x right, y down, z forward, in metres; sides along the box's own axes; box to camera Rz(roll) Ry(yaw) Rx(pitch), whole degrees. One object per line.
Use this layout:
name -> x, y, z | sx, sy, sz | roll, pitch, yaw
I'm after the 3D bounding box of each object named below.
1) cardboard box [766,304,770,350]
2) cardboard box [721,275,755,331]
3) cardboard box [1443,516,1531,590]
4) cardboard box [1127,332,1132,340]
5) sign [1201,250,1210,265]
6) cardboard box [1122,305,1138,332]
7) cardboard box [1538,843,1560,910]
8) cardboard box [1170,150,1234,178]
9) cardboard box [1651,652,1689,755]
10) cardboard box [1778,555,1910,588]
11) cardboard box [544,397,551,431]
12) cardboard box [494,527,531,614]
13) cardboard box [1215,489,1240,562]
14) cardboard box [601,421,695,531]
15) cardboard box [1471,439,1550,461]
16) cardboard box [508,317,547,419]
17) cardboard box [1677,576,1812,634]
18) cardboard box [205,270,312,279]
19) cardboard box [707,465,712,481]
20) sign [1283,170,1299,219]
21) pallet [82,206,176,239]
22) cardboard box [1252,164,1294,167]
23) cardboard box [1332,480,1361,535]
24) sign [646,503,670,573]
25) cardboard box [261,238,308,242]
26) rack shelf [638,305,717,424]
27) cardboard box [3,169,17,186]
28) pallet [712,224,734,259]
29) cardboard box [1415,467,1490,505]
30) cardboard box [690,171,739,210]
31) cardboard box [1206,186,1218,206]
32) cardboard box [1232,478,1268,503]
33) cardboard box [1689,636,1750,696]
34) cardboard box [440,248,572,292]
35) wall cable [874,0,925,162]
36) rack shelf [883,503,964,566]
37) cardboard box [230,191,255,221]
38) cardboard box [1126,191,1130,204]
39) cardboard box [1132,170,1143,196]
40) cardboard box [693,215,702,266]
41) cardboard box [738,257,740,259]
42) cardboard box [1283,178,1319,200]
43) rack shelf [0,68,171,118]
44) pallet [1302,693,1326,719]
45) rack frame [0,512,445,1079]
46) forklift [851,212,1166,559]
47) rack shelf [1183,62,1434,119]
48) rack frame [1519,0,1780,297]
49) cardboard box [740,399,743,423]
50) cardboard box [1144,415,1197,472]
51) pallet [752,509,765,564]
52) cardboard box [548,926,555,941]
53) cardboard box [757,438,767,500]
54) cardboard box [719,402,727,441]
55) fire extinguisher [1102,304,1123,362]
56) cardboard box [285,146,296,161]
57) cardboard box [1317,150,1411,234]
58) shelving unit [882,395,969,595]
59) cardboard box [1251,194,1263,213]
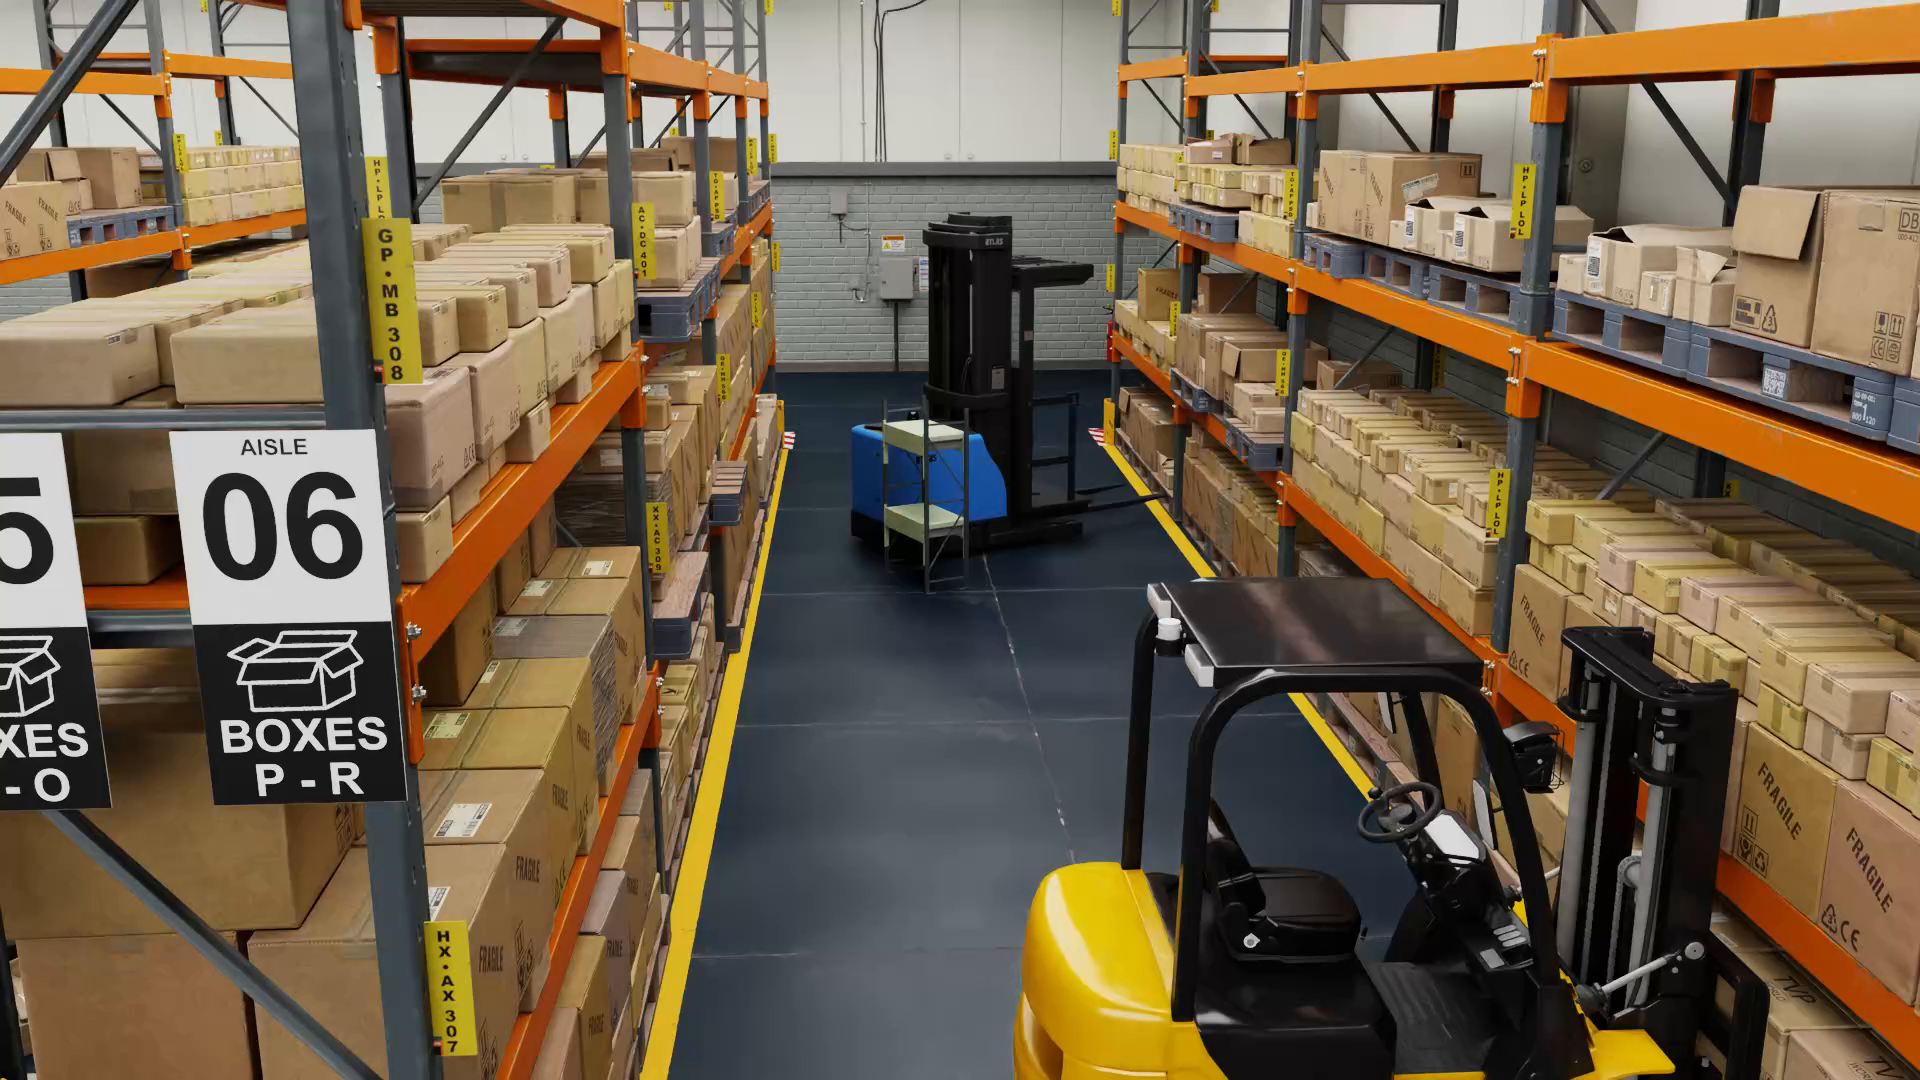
cardboard box -> -2.304, -2.244, 17.750 | 0.500, 0.500, 0.500 | 0, 14, -2
cardboard box -> -2.196, -2.224, 15.667 | 0.500, 0.500, 0.500 | -1, 14, -3
cardboard box -> 2.756, 0.055, 8.314 | 0.500, 0.250, 0.500 | -1, 14, -5
cardboard box -> 2.107, -2.371, 18.951 | 0.380, 0.149, 0.250 | -1, 14, -2
sign -> 2.853, -3.359, 19.328 | 0.100, 0.325, 0.005 | -1, 14, -3
cardboard box -> 2.089, -2.471, 18.537 | 0.500, 0.250, 0.500 | -1, 14, -3
cardboard box -> 2.797, 1.479, 7.153 | 0.500, 0.250, 0.500 | -1, 14, -4
cardboard box -> 2.275, -3.535, 15.650 | 0.500, 0.250, 0.500 | -1, 14, -3
cardboard box -> 2.890, 0.664, 6.449 | 0.500, 0.500, 0.500 | -1, 14, -4
cardboard box -> 3.441, 0.166, 6.487 | 0.380, 0.149, 0.250 | -1, 14, -4
cardboard box -> -1.502, -0.390, 5.229 | 0.380, 0.149, 0.250 | -1, 14, -5
cardboard box -> -2.092, -0.016, 6.489 | 0.700, 0.500, 0.500 | -1, 14, -3
cardboard box -> 2.447, -0.130, 13.911 | 0.500, 0.500, 0.500 | -1, 14, -5
cardboard box -> -1.704, -0.344, 8.928 | 0.500, 0.500, 0.500 | -1, 14, -4
cardboard box -> 3.186, -0.490, 9.634 | 0.380, 0.149, 0.250 | -1, 14, -3
cardboard box -> -1.508, -0.492, 4.826 | 0.500, 0.250, 0.500 | 0, 14, -2
cardboard box -> 2.924, 0.239, 6.201 | 0.380, 0.149, 0.250 | -1, 14, -4
cardboard box -> -1.954, -0.700, 4.835 | 0.380, 0.149, 0.250 | -1, 14, -5
cardboard box -> -1.748, -0.388, 10.400 | 0.380, 0.149, 0.250 | -2, 15, -6
sign -> 2.252, -2.347, 11.296 | 0.100, 0.325, 0.005 | -1, 14, -3
pallet -> -7.410, -2.674, 13.981 | 1.213, 0.211, 1.003 | -1, 14, -3
cardboard box -> 2.744, -3.175, 14.415 | 0.380, 0.149, 0.250 | -1, 14, -5
cardboard box -> 2.643, -0.212, 10.356 | 0.500, 0.250, 0.500 | -1, 14, -5
sign -> -1.371, -0.009, 7.529 | 0.100, 0.325, 0.005 | -1, 14, -3
cardboard box -> -7.313, -3.029, 18.200 | 0.500, 0.500, 0.500 | -1, 14, -5
rack shelf -> -2.036, -1.181, 9.246 | 1.077, 0.370, 4.000 | -1, 14, -3
cardboard box -> -6.931, -2.641, 11.737 | 0.396, 0.266, 0.258 | -1, 14, -3
pallet -> -2.253, -2.095, 11.732 | 1.213, 0.211, 1.003 | 0, 14, -1
cardboard box -> 2.654, -0.290, 8.856 | 0.380, 0.149, 0.250 | -1, 14, -5
cardboard box -> -2.144, -2.966, 14.075 | 0.500, 0.311, 0.500 | -1, 14, -3
cardboard box -> 2.240, -2.832, 13.678 | 0.380, 0.149, 0.250 | -1, 14, -2
cardboard box -> 2.456, -0.408, 13.688 | 0.380, 0.149, 0.250 | -2, 15, -6
cardboard box -> 2.875, 0.448, 5.985 | 0.380, 0.149, 0.250 | -1, 14, -5
cardboard box -> -1.527, -0.900, 5.612 | 0.380, 0.149, 0.250 | -1, 14, -3
wall cable -> 0.244, -6.943, 24.098 | 2.988, 3.039, 0.133 | -1, 14, -3
rack shelf -> -0.286, -0.069, 13.815 | 0.431, 0.370, 0.720 | -8, 16, -28
cardboard box -> -7.160, -3.221, 16.031 | 0.500, 0.250, 0.500 | 0, 14, -1
cardboard box -> 2.086, -3.890, 18.833 | 0.380, 0.149, 0.250 | -1, 14, -2
cardboard box -> 2.124, -3.798, 17.674 | 0.500, 0.250, 0.500 | -1, 14, -5
cardboard box -> -1.634, -1.566, 8.754 | 0.500, 0.250, 0.500 | -1, 14, -4
cardboard box -> -2.258, -2.625, 15.924 | 0.380, 0.149, 0.250 | -1, 14, -4
cardboard box -> 2.477, -2.450, 11.637 | 0.380, 0.149, 0.250 | 0, 14, -2
rack shelf -> -7.218, -3.334, 12.394 | 1.077, 0.370, 4.000 | -1, 14, -3
pallet -> 2.806, 0.904, 11.314 | 1.003, 0.211, 1.213 | -1, 14, -3
rack frame -> -1.664, 1.415, 3.730 | 1.000, 3.000, 0.127 | -1, 14, -3
forklift -> 0.529, -1.502, 15.206 | 3.031, 2.935, 1.130 | -9, 17, -31
rack shelf -> 2.670, -3.513, 13.090 | 1.077, 0.370, 4.000 | -1, 14, -3
rack frame -> 3.042, -2.563, 7.151 | 1.000, 3.000, 0.127 | -1, 14, -3
cardboard box -> -2.086, -1.137, 13.949 | 0.500, 0.250, 0.500 | -1, 14, -5
cardboard box -> 2.320, -1.010, 17.328 | 0.700, 0.500, 0.500 | -1, 14, -6
pallet -> -2.285, -0.028, 14.936 | 1.003, 0.211, 1.213 | -1, 14, -3
cardboard box -> -1.463, 1.192, 5.103 | 0.380, 0.149, 0.250 | -1, 14, -2
cardboard box -> -2.340, -0.690, 16.210 | 0.875, 0.438, 0.875 | -1, 14, -4
cardboard box -> -1.945, -0.874, 11.924 | 0.500, 0.250, 0.500 | -1, 14, -4
fire extinguisher -> 1.828, -2.453, 19.668 | 0.296, 0.674, 0.183 | -1, 14, -3
cardboard box -> -7.337, -4.137, 17.788 | 0.380, 0.149, 0.250 | -1, 14, -3
cardboard box -> 2.596, -2.221, 10.599 | 0.500, 0.500, 0.500 | -1, 14, -3
shelving unit -> -0.286, -0.384, 13.734 | 0.431, 1.500, 0.755 | -8, 16, -28
cardboard box -> 2.478, -2.630, 12.933 | 0.380, 0.149, 0.250 | 0, 14, -2
